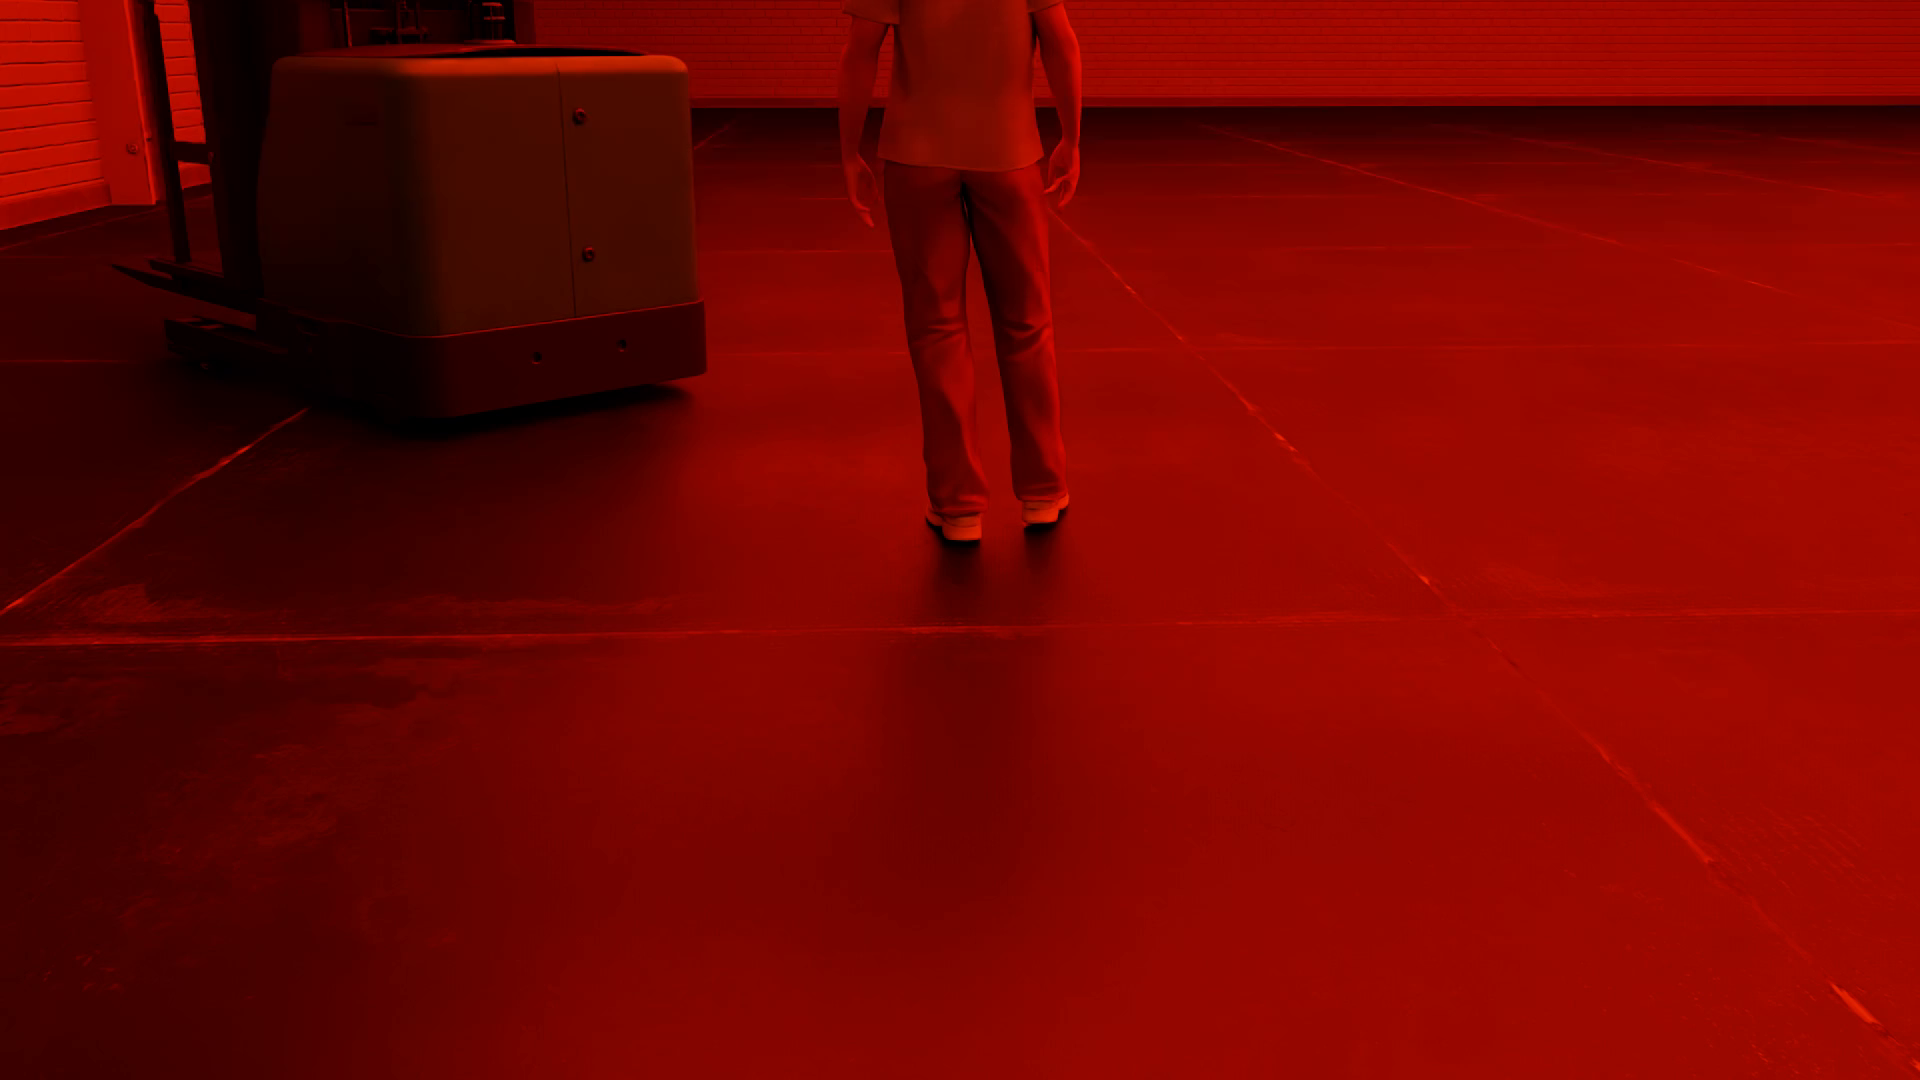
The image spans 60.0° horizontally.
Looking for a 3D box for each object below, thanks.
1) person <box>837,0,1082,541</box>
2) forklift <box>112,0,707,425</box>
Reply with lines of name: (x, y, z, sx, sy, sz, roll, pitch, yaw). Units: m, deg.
person: (0.007, -0.830, 3.741, 0.554, 1.676, 0.549, -1, 17, -3)
forklift: (-2.227, -2.093, 5.751, 1.130, 2.935, 3.031, -16, 23, -42)
